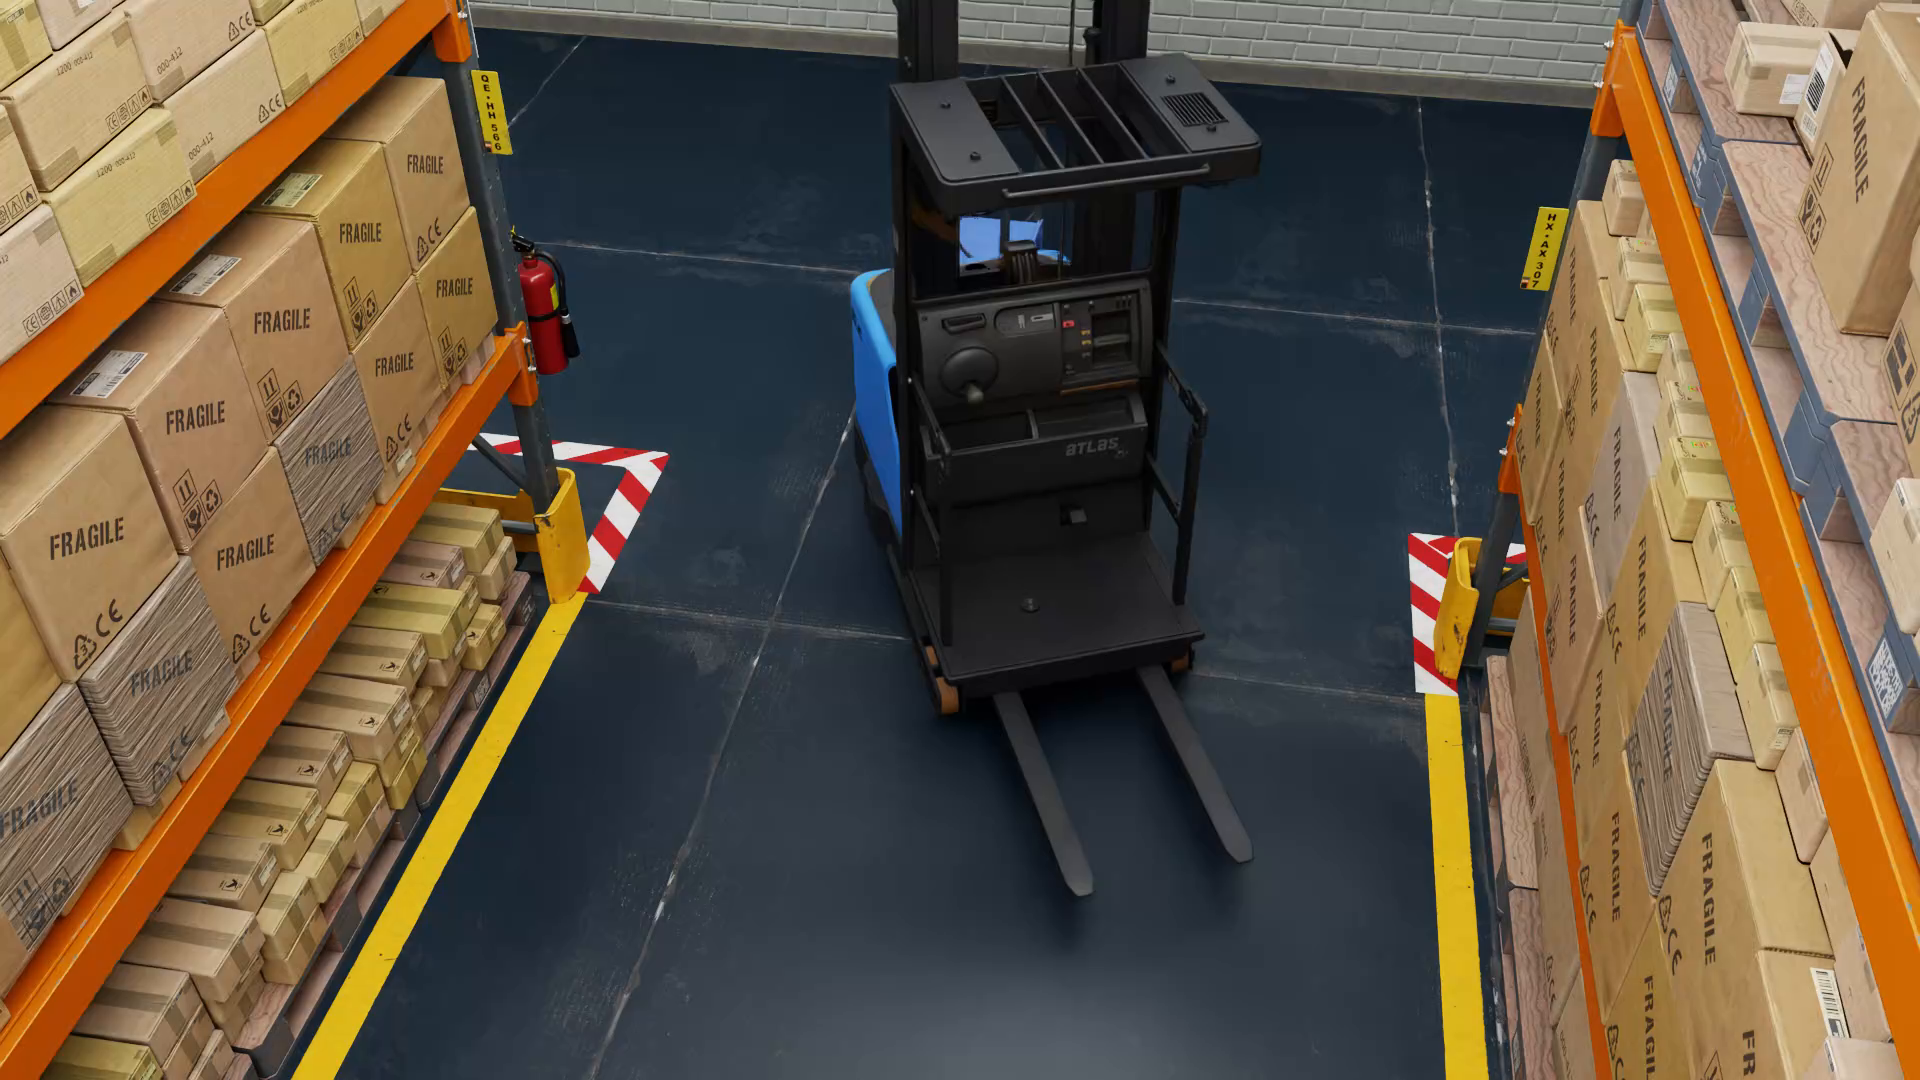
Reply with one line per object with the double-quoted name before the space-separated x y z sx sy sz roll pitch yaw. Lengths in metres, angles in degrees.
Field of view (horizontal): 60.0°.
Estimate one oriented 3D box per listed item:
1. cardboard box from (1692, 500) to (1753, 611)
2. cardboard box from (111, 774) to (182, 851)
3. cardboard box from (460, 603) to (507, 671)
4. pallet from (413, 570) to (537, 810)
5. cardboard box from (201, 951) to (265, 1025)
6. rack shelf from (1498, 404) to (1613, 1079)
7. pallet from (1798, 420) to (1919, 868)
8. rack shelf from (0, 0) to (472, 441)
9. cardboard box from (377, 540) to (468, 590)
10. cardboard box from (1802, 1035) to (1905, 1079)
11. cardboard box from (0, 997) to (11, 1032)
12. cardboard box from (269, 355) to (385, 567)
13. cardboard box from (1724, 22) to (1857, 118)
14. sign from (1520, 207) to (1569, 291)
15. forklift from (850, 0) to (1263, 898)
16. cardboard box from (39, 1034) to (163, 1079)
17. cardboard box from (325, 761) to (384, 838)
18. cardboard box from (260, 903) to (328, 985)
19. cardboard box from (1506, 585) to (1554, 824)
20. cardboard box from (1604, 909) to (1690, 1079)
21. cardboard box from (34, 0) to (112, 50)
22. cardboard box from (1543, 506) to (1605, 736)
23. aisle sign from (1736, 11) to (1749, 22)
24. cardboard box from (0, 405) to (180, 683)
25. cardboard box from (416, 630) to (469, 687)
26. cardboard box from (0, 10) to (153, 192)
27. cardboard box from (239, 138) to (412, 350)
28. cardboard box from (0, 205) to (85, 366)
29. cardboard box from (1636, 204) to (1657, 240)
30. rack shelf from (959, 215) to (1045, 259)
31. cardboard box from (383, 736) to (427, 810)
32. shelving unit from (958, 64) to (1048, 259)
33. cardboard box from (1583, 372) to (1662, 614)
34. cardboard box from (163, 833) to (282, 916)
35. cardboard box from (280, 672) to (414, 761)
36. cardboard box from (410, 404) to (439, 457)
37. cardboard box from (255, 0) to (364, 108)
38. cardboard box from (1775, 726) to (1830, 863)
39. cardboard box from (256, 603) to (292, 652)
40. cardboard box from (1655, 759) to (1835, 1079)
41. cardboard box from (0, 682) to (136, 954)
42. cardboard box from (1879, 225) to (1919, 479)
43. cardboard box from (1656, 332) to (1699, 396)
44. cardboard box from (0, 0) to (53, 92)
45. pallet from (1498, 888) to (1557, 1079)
"cardboard box" 1.978 0.055 3.957 0.380 0.149 0.250 6 40 8
"cardboard box" -2.468 0.717 4.726 0.380 0.149 0.250 7 40 8
"cardboard box" -2.104 0.379 6.846 0.380 0.149 0.250 8 40 9
"pallet" -2.462 0.544 6.926 1.003 0.211 1.213 6 40 8
"cardboard box" -2.506 1.392 5.387 0.380 0.149 0.250 8 40 10
"rack shelf" 2.273 0.931 4.835 1.077 0.370 4.000 6 40 8
"pallet" 2.079 0.274 2.780 1.003 0.211 1.213 6 40 8
"rack shelf" -2.620 -0.708 4.462 1.077 0.370 4.000 6 40 8
"cardboard box" -2.216 0.135 6.673 0.380 0.149 0.250 7 40 9
"cardboard box" 1.667 1.006 2.806 0.380 0.149 0.250 6 40 7
"cardboard box" -2.623 1.211 4.128 0.380 0.149 0.250 7 40 9
"cardboard box" -2.270 -0.285 5.429 0.500 0.500 0.500 7 40 8
"cardboard box" 2.204 -1.204 4.287 0.380 0.149 0.250 8 40 9
"sign" 2.074 -1.031 5.901 0.100 0.325 0.005 6 40 8
"forklift" 0.355 -0.683 6.276 1.130 2.935 3.031 -9 41 -11
"cardboard box" -2.601 1.610 4.890 0.380 0.149 0.250 6 40 7
"cardboard box" -2.312 0.912 5.967 0.380 0.149 0.250 8 40 10
"cardboard box" -2.402 1.351 5.669 0.380 0.149 0.250 5 40 6
"cardboard box" 2.603 0.649 6.292 0.875 0.438 0.875 5 40 6
"cardboard box" 1.839 1.227 3.833 0.500 0.500 0.500 5 40 7
"cardboard box" -2.330 -1.324 4.056 0.380 0.149 0.250 5 40 6
"cardboard box" 2.087 0.267 4.994 0.500 0.500 0.500 6 40 7
"aisle sign" 2.346 -1.681 5.389 0.394 0.787 0.004 6 40 8
"cardboard box" -2.455 -0.008 4.310 0.500 0.500 0.500 7 40 8
"cardboard box" -2.172 0.427 6.554 0.380 0.149 0.250 5 40 6
"cardboard box" -2.380 -1.100 4.098 0.500 0.250 0.500 5 40 6
"cardboard box" -2.196 -0.990 5.497 0.500 0.500 0.500 5 40 6
"cardboard box" -2.439 -0.573 3.853 0.500 0.250 0.500 8 40 10
"cardboard box" 2.310 -0.911 5.126 0.380 0.149 0.250 7 40 9
"rack shelf" 0.083 -1.343 8.480 0.538 0.185 1.000 8 40 9
"cardboard box" -2.247 0.858 6.266 0.380 0.149 0.250 5 40 6
"shelving unit" 0.083 -1.482 8.365 0.538 1.500 1.048 8 40 9
"cardboard box" 2.092 -0.107 4.662 0.500 0.500 0.500 6 40 7
"cardboard box" -2.488 1.113 5.491 0.380 0.149 0.250 5 40 6
"cardboard box" -2.234 0.642 6.061 0.380 0.149 0.250 8 40 9
"cardboard box" -2.160 -0.441 6.126 0.380 0.149 0.250 6 40 7
"cardboard box" -2.173 -1.547 5.030 0.500 0.250 0.500 6 40 8
"cardboard box" 1.898 0.537 3.375 0.380 0.149 0.250 6 40 7
"cardboard box" -2.391 0.216 5.332 0.380 0.149 0.250 7 40 8
"cardboard box" 1.832 0.841 3.516 0.500 0.500 0.500 6 40 7
"cardboard box" -2.553 0.679 4.263 0.500 0.500 0.500 6 40 8
"cardboard box" 2.129 -0.338 2.961 0.797 0.503 0.637 9 40 11
"cardboard box" 2.131 -0.423 4.535 0.380 0.149 0.250 7 40 8
"cardboard box" -2.370 -1.159 3.857 0.380 0.149 0.250 5 40 6
"pallet" 2.344 1.747 5.472 1.003 0.211 1.213 6 40 8
